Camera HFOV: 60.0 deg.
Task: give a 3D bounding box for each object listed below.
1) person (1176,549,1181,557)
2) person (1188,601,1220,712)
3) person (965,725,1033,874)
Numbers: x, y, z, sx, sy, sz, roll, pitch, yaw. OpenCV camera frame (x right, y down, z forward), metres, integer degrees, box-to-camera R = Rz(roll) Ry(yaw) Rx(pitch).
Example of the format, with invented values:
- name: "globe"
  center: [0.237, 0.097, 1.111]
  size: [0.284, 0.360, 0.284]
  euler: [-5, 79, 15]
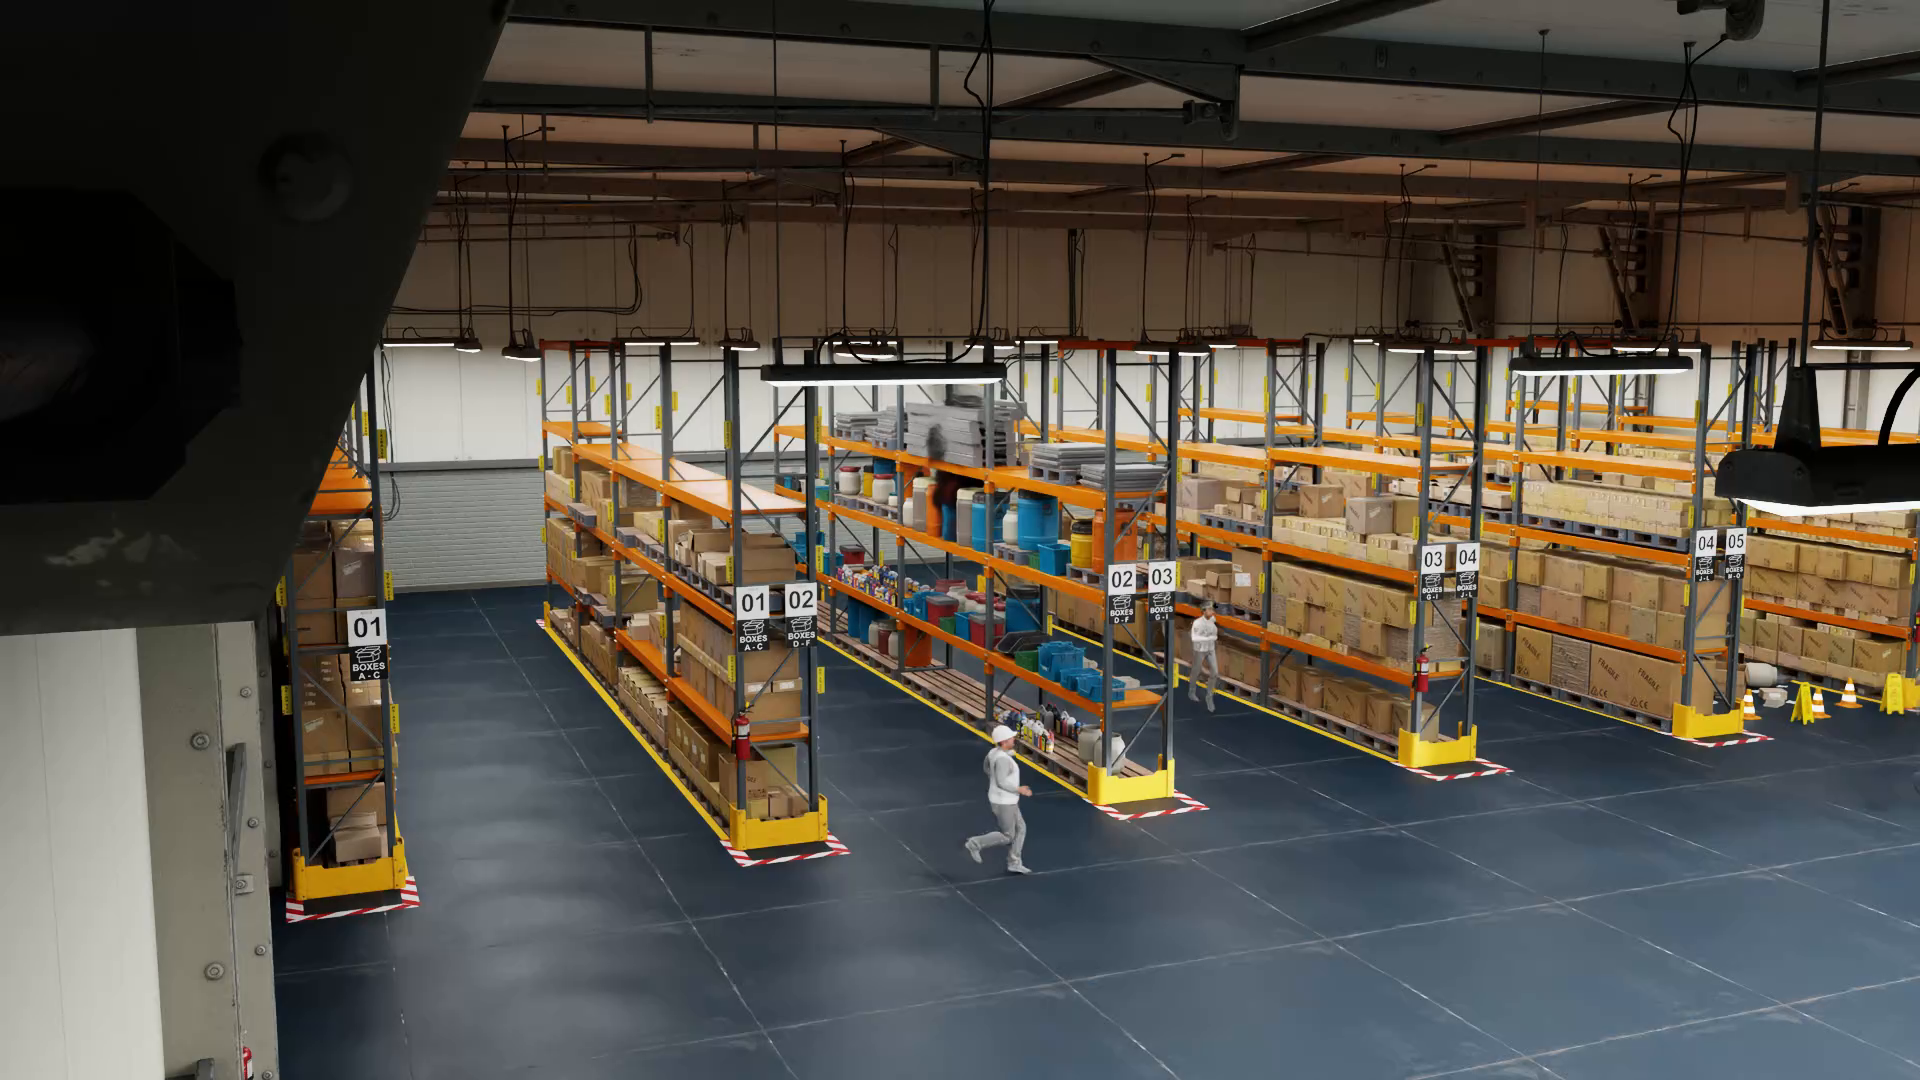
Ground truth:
- name: "person"
  center: [4.449, 0.972, 35.256]
  size: [0.743, 1.654, 0.774]
  euler: [-2, 8, -14]
- name: "person"
  center: [3.876, 1.813, 26.340]
  size: [0.639, 1.772, 0.779]
  euler: [-4, 8, -28]
- name: "person"
  center: [0.446, 3.003, 19.171]
  size: [0.799, 1.770, 0.671]
  euler: [0, 7, -3]
